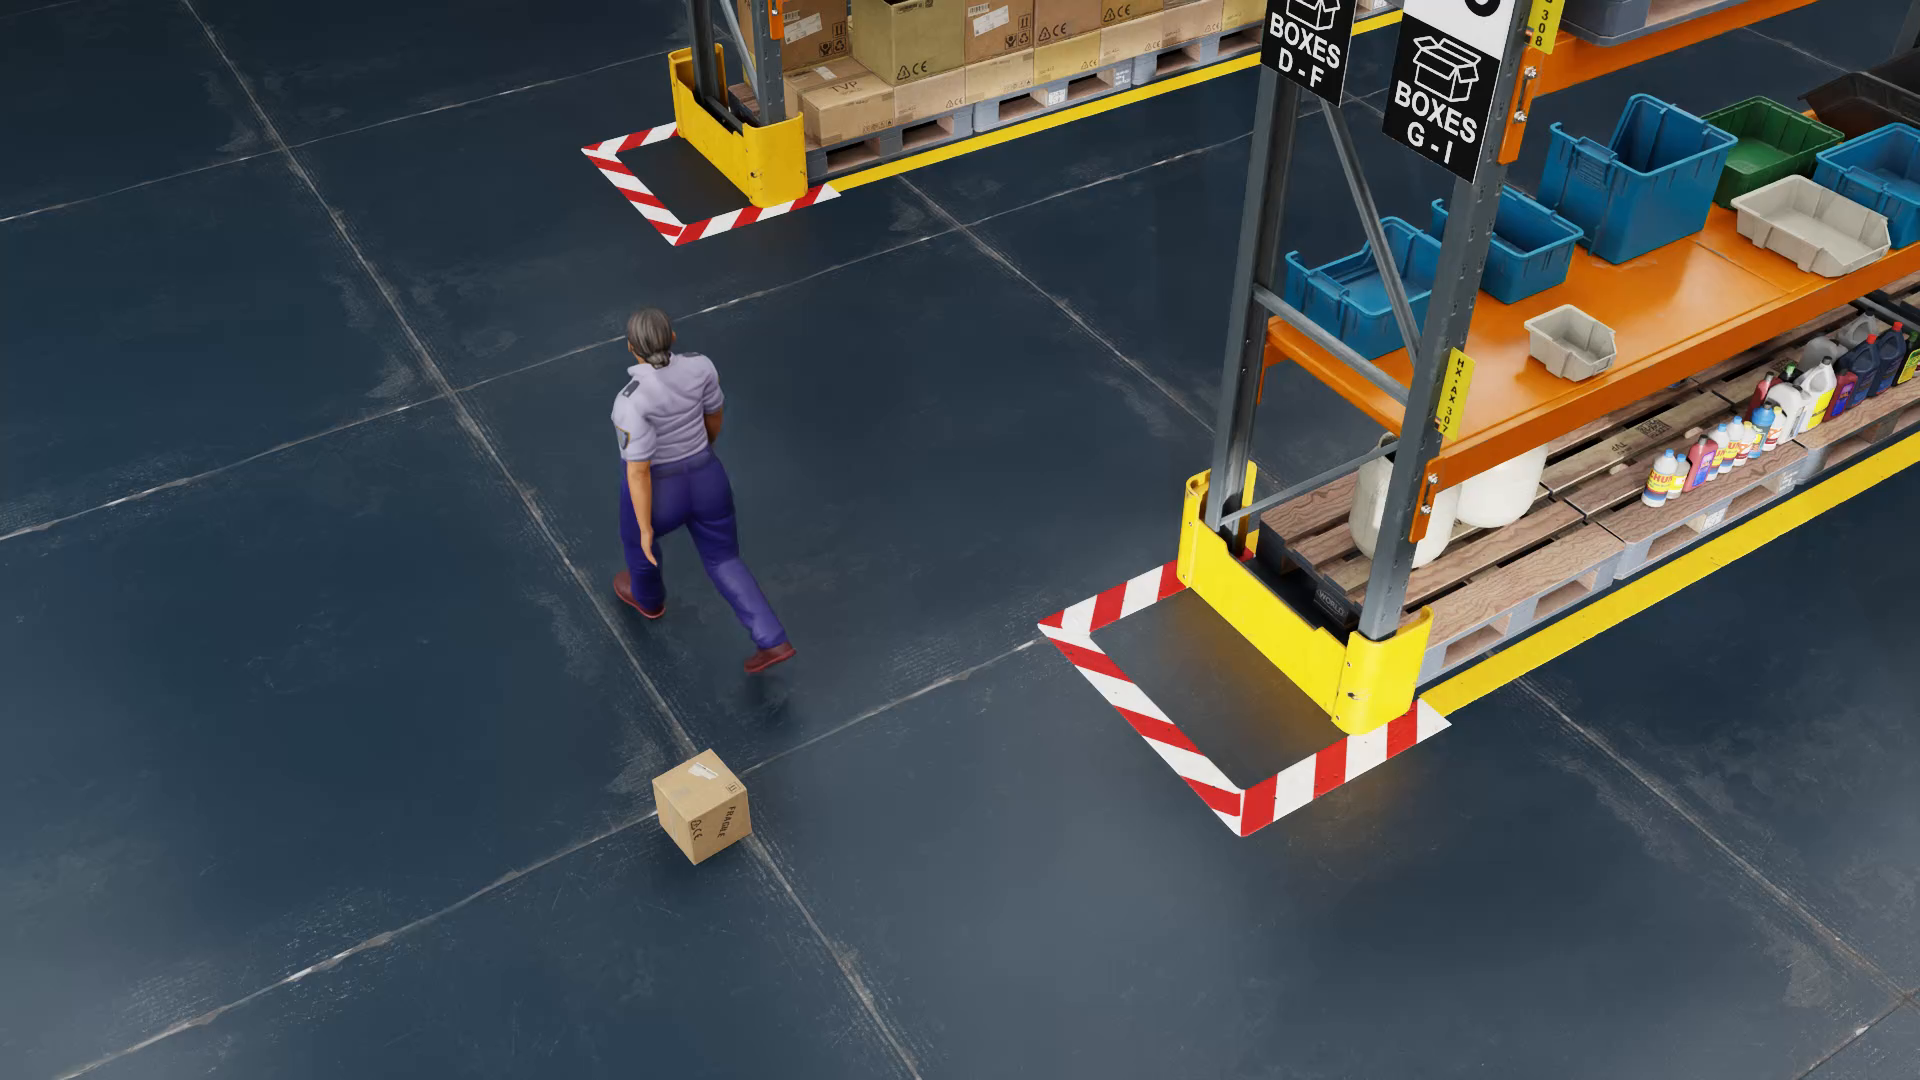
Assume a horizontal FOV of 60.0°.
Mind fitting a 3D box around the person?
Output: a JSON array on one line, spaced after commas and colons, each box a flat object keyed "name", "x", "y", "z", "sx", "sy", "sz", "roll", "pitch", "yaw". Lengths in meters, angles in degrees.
[{"name": "person", "x": -1.064, "y": -0.188, "z": 6.414, "sx": 0.516, "sy": 1.573, "sz": 1.015, "roll": -27, "pitch": 48, "yaw": -27}]
